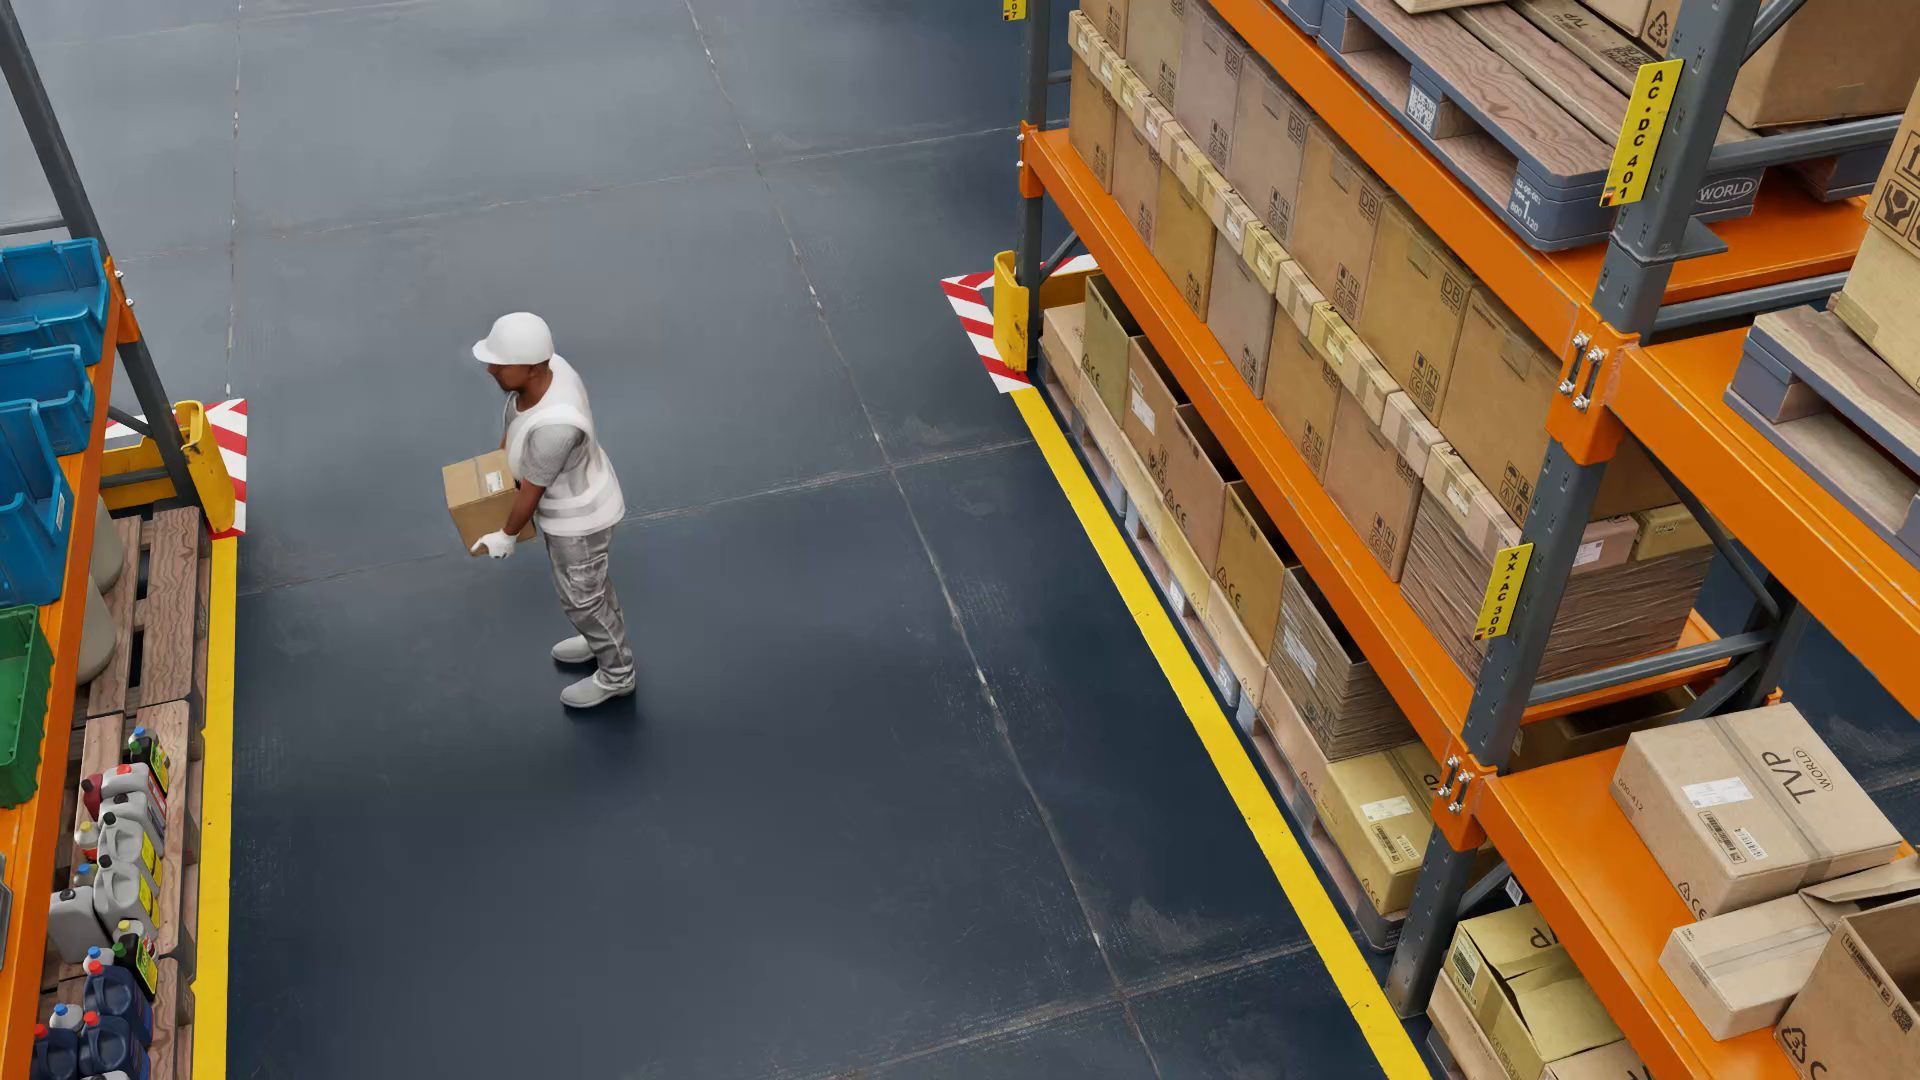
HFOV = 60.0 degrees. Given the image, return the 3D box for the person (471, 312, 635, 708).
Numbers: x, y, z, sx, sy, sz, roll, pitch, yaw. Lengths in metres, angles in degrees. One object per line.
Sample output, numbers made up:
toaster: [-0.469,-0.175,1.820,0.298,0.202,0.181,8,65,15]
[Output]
person: [-1.556,-0.094,6.253,0.580,1.777,0.492,-13,43,-14]
